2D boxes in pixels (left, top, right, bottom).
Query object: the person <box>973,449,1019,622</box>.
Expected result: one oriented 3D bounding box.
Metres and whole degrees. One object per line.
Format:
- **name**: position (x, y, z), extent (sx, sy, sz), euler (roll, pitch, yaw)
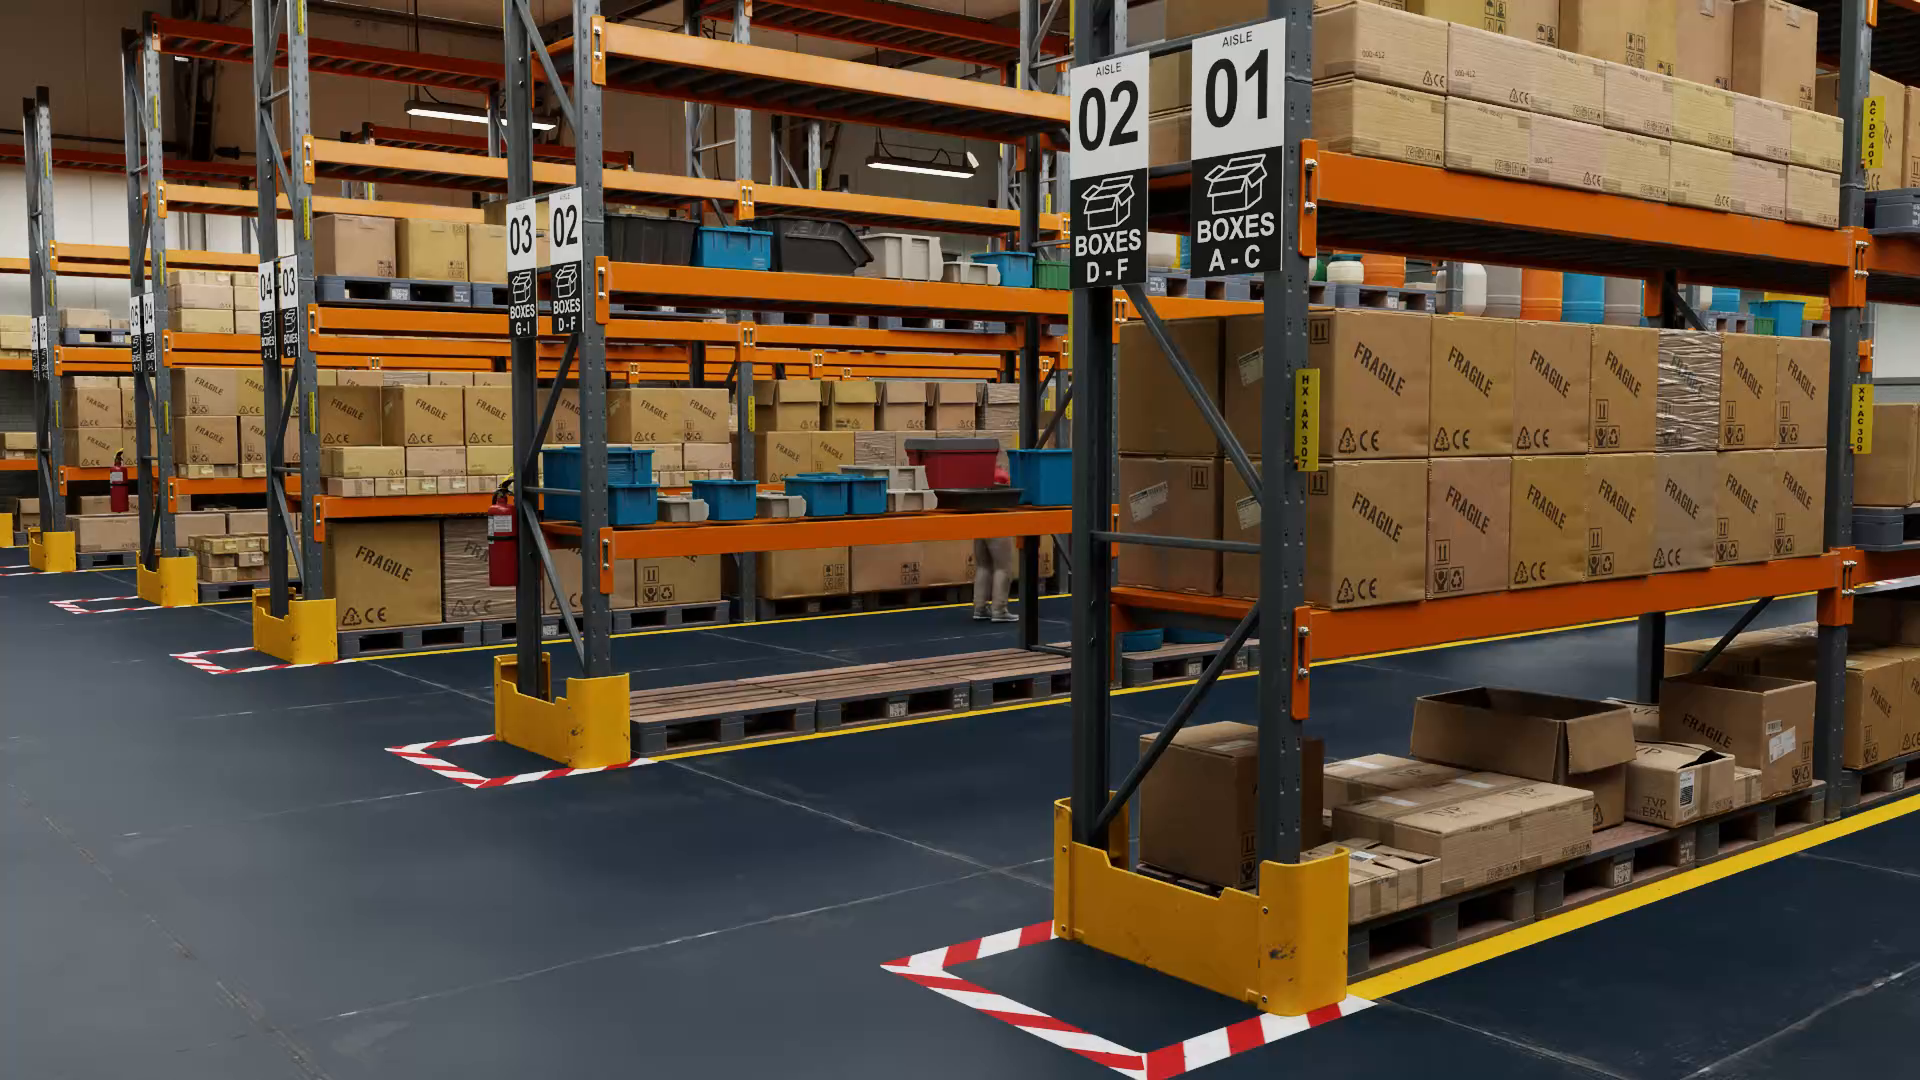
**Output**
- **person**: position (0.369, -0.095, 15.869), extent (0.530, 1.725, 0.514), euler (-3, 5, -39)
